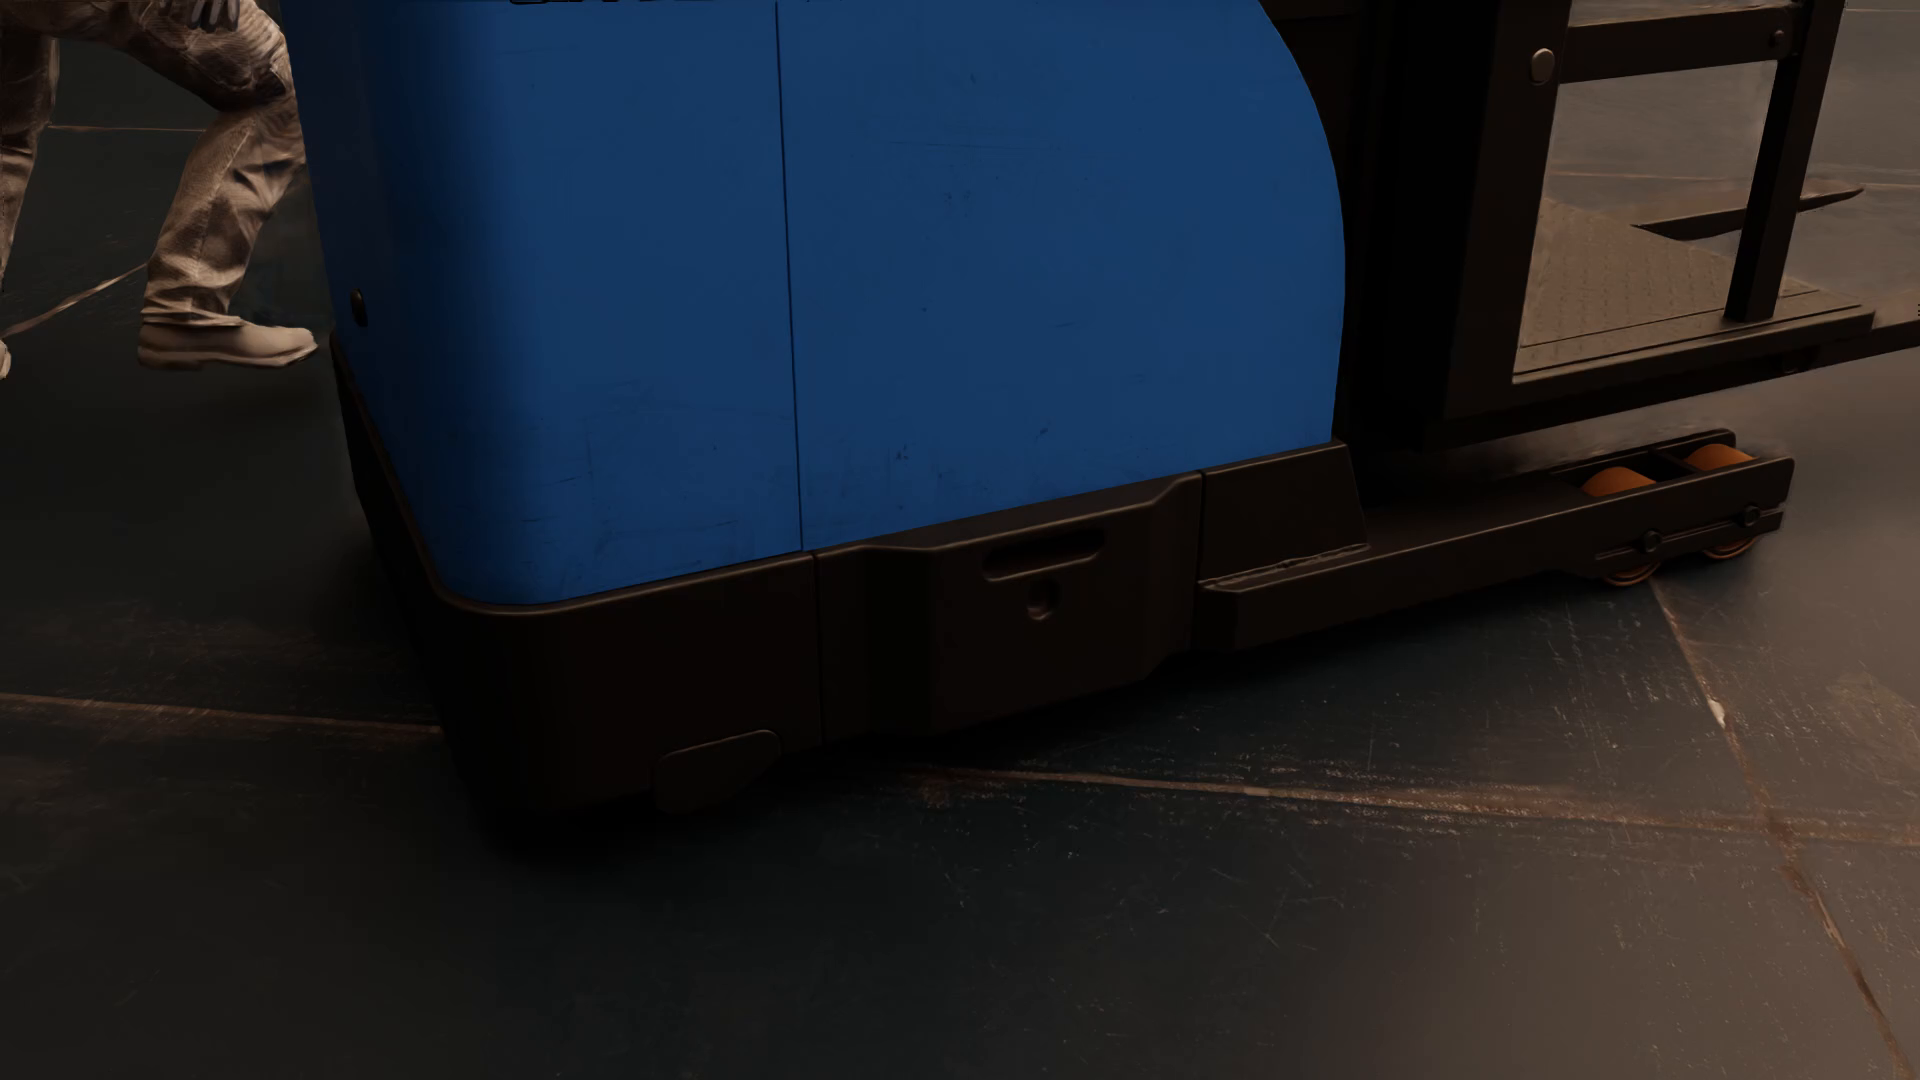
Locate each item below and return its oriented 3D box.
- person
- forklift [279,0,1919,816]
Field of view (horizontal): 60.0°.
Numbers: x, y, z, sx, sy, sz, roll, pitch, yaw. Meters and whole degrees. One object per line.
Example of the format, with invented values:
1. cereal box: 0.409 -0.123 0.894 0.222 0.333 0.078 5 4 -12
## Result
1. person: -1.526 -1.030 2.711 0.957 1.671 0.573 14 30 25
2. forklift: 0.644 -1.445 2.114 3.031 2.935 1.130 -12 29 -23
